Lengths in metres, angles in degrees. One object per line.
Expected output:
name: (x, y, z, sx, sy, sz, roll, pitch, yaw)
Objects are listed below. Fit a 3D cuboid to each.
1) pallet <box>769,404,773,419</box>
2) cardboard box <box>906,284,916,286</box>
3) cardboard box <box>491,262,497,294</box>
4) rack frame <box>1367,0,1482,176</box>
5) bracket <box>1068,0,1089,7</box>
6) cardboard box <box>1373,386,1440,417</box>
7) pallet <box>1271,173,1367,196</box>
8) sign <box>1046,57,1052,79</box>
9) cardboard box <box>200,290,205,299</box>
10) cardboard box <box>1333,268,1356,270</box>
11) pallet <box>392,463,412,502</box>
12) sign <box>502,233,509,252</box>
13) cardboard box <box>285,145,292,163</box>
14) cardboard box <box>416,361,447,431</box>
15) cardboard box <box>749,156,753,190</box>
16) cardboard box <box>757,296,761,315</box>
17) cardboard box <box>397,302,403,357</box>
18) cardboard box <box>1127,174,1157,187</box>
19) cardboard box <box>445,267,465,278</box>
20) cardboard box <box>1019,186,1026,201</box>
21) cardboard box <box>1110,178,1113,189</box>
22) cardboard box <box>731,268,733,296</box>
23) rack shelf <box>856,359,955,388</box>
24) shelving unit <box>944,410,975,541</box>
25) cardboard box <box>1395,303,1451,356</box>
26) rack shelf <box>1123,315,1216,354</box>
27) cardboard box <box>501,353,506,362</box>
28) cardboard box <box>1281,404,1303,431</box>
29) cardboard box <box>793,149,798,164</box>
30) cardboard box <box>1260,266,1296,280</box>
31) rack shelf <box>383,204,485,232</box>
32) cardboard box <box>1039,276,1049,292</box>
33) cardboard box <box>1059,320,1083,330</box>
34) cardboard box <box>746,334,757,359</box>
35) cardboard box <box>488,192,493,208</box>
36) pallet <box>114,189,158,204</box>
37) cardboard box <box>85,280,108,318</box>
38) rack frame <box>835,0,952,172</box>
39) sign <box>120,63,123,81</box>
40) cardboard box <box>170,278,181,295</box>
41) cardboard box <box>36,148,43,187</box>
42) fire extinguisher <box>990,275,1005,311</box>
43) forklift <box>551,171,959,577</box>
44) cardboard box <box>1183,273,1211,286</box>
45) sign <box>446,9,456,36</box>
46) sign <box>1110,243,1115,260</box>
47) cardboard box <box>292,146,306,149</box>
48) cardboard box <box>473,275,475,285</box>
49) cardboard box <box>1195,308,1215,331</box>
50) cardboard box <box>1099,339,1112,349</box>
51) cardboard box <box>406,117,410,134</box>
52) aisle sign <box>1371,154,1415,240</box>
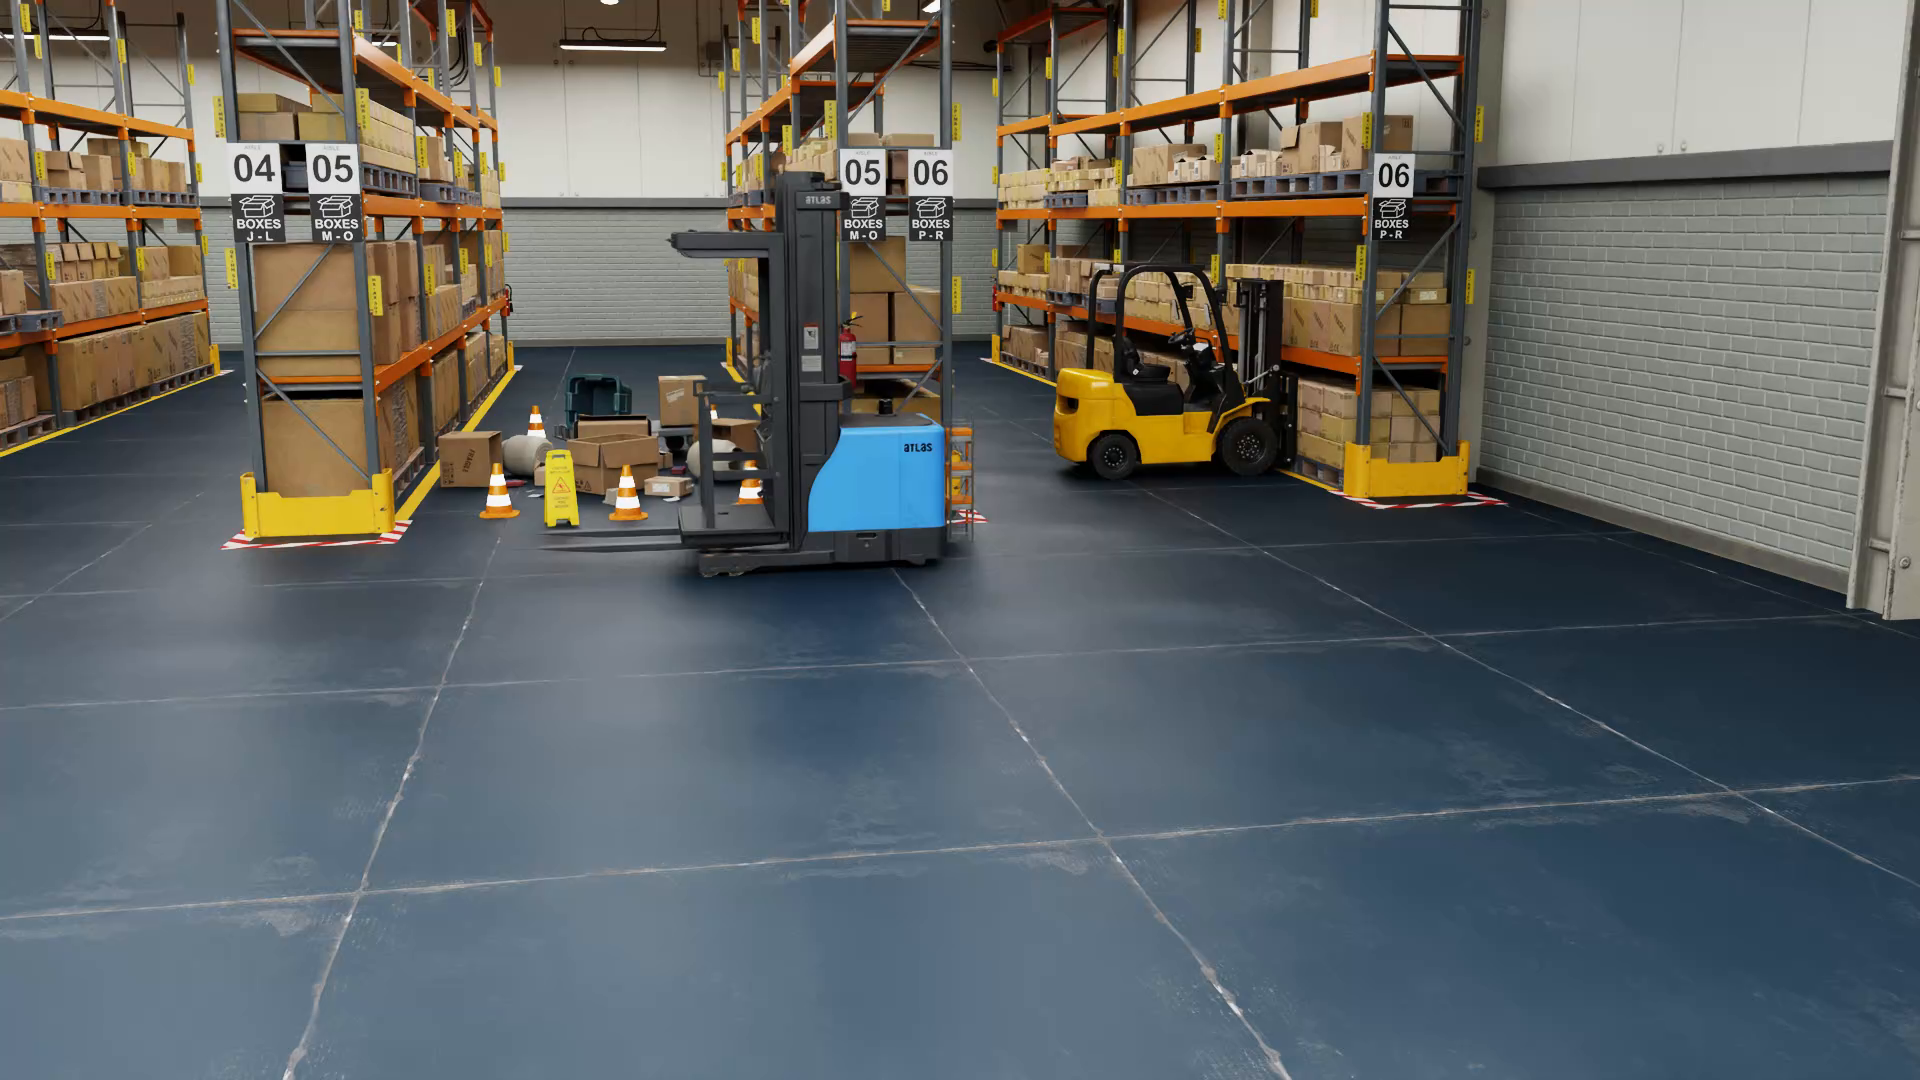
pallet: (-1.977, -1.702, 22.073, 1.003, 0.211, 1.213, -2, 11, -11)
cardboard box: (-0.703, -2.321, 16.807, 0.500, 0.500, 0.500, -2, 11, -12)
cardboard box: (-7.757, -4.229, 26.833, 0.500, 0.500, 0.500, -2, 11, -12)
rack frame: (4.296, -4.876, 15.248, 1.000, 3.000, 0.127, -2, 11, -11)
bracket: (1.781, -9.541, 30.132, 0.076, 0.066, 4.783, -2, 11, -11)
cardboard box: (4.388, -1.371, 16.432, 0.500, 0.250, 0.500, -2, 11, -12)
pallet: (3.943, -3.714, 17.401, 1.003, 0.211, 1.213, -2, 11, -11)
sign: (1.426, -7.558, 26.630, 0.100, 0.325, 0.005, -2, 11, -11)
cardboard box: (-13.012, -4.145, 28.124, 0.380, 0.149, 0.250, -2, 11, -10)
cardboard box: (4.168, -2.797, 17.571, 0.380, 0.149, 0.250, -2, 11, -11)
pallet: (-5.874, -0.546, 16.003, 1.003, 0.211, 1.213, -2, 11, -11)
sign: (-7.971, -5.224, 29.180, 0.100, 0.325, 0.005, -2, 11, -11)
cardboard box: (-5.853, -3.250, 14.006, 0.380, 0.149, 0.250, -2, 11, -11)
cardboard box: (-6.579, -1.672, 19.350, 1.050, 0.750, 0.750, -2, 11, -11)
cardboard box: (-2.755, -5.257, 23.879, 0.500, 0.500, 0.500, -2, 11, -10)
cardboard box: (-2.596, -3.318, 23.506, 0.500, 0.250, 0.500, -2, 11, -10)
cardboard box: (-5.782, -1.992, 15.741, 0.875, 0.550, 0.500, -2, 11, -11)
cardboard box: (2.510, -4.935, 22.816, 0.380, 0.166, 0.250, -2, 11, -11)
cardboard box: (-7.121, -3.724, 23.199, 0.380, 0.149, 0.250, -2, 11, -9)
cardboard box: (1.332, -6.037, 28.977, 0.500, 0.250, 0.500, -2, 11, -12)
cardboard box: (2.378, -5.146, 24.021, 0.380, 0.149, 0.250, -2, 11, -10)
cardboard box: (-3.746, -4.541, 29.265, 0.500, 0.500, 0.500, -2, 11, -12)
rack shelf: (-0.961, -1.761, 16.851, 1.077, 0.370, 4.000, -2, 11, -11)
shelving unit: (-0.010, -0.526, 13.650, 0.215, 1.050, 0.252, -2, 11, -11)
cardboard box: (4.472, -2.079, 16.330, 0.500, 0.500, 0.500, -2, 11, -9)
rack shelf: (3.129, -2.676, 21.657, 1.077, 0.370, 4.000, -2, 11, -11)
cardboard box: (-8.063, -3.157, 28.763, 0.380, 0.149, 0.250, -2, 11, -9)
cardboard box: (3.687, -1.294, 17.368, 0.500, 0.250, 0.500, -2, 11, -12)
cardboard box: (-1.609, -4.154, 18.014, 0.380, 0.149, 0.250, -2, 11, -12)
cardboard box: (3.513, -2.918, 18.210, 0.380, 0.149, 0.250, -2, 11, -12)
rack shelf: (-7.353, -4.503, 23.236, 1.077, 0.370, 4.000, -2, 11, -11)
cardboard box: (1.624, -4.287, 27.802, 0.500, 0.250, 0.500, -2, 11, -10)
cardboard box: (1.830, -3.500, 27.093, 0.380, 0.149, 0.250, -2, 11, -12)
cardboard box: (-3.271, -3.345, 28.977, 0.875, 0.438, 0.875, -2, 11, -9)
cardboard box: (-7.761, -5.432, 26.593, 0.500, 0.250, 0.500, -2, 11, -9)
pallet: (-12.776, -5.169, 25.045, 1.003, 0.211, 1.213, -2, 11, -11)
cardboard box: (-11.977, -3.283, 22.655, 0.500, 0.500, 0.500, -2, 11, -11)
rack frame: (-0.572, -4.695, 14.296, 1.000, 3.000, 0.127, -2, 11, -11)
sign: (-13.950, -7.787, 27.618, 0.100, 0.325, 0.005, -2, 11, -11)
cardboard box: (-12.747, -4.033, 26.470, 0.500, 0.250, 0.500, -2, 11, -11)
cardboard box: (-12.038, -4.694, 20.917, 0.797, 0.503, 0.637, -1, 11, -8)
fire extinguisher: (0.702, -4.652, 31.322, 0.296, 0.674, 0.183, -2, 11, -11)
forklift: (-1.579, -1.277, 12.568, 3.031, 2.935, 1.130, -2, 11, -11)
cardboard box: (2.989, -3.222, 20.599, 0.380, 0.149, 0.250, -2, 11, -13)
sign: (-6.420, -6.521, 20.969, 0.100, 0.325, 0.005, -2, 11, -11)
sign: (2.506, -4.719, 27.373, 0.100, 0.325, 0.005, -2, 11, -11)
cardboard box: (-5.874, -3.522, 14.371, 0.500, 0.250, 0.500, -2, 11, -11)
cardboard box: (-7.418, -3.865, 24.734, 0.380, 0.149, 0.250, -2, 11, -11)
cardboard box: (3.164, -2.672, 20.113, 0.500, 0.250, 0.500, -2, 11, -10)
cardboard box: (2.298, -2.923, 24.861, 0.380, 0.149, 0.250, -2, 11, -9)
cardboard box: (-5.753, -4.178, 16.753, 0.380, 0.149, 0.250, -2, 11, -11)
aisle sign: (4.021, -3.183, 15.446, 0.394, 0.787, 0.004, -2, 11, -11)
